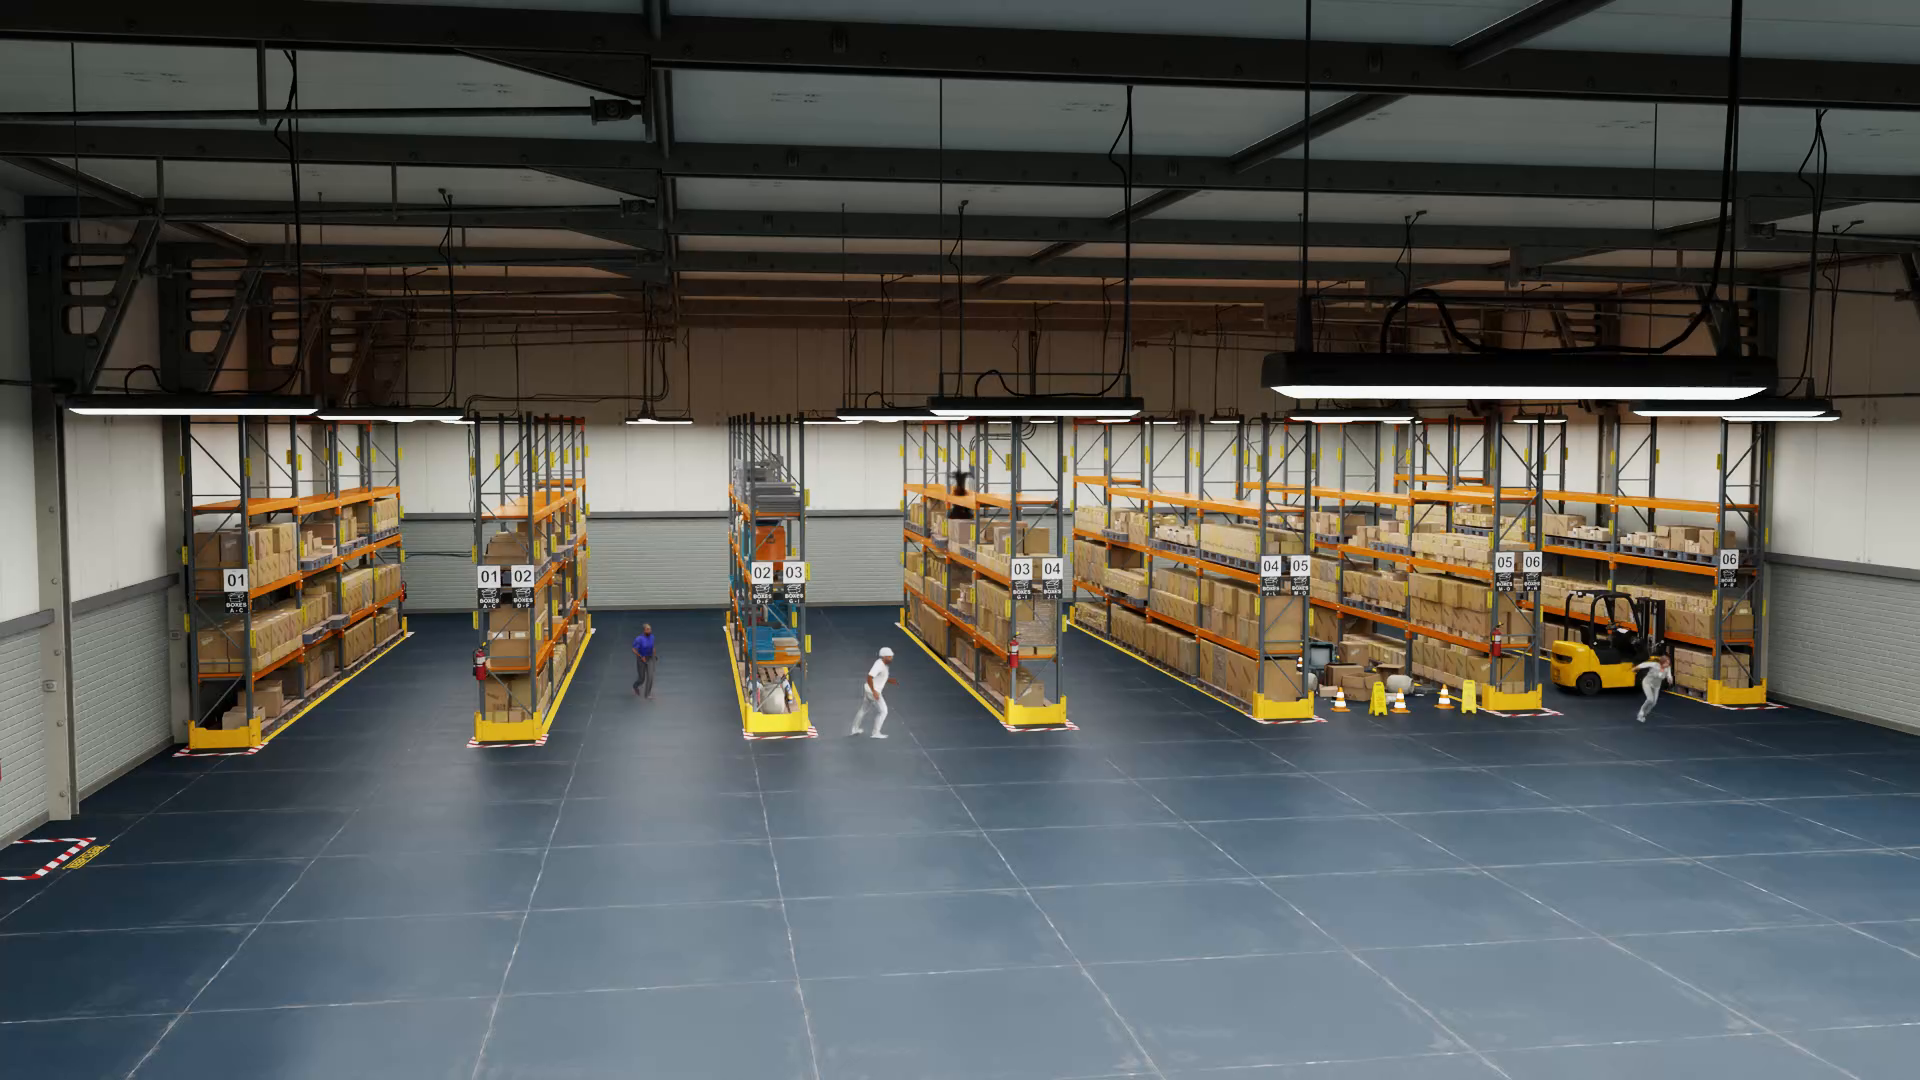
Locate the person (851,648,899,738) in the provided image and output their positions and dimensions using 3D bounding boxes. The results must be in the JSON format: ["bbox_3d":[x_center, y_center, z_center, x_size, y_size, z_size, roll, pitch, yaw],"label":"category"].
[{"bbox_3d":[-1.558,2.811,30.656,0.897,1.684,0.727,-1,4,-8],"label":"person"}]

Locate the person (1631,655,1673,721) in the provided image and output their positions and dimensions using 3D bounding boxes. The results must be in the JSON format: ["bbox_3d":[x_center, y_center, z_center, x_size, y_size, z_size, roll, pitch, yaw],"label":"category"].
[{"bbox_3d":[13.352,2.856,31.960,0.533,1.362,0.922,0,4,-7],"label":"person"}]

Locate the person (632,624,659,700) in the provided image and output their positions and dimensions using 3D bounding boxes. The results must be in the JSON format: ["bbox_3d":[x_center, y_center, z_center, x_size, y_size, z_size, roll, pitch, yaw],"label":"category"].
[{"bbox_3d":[-6.670,2.549,35.009,0.574,1.610,0.743,-3,5,-35],"label":"person"}]
